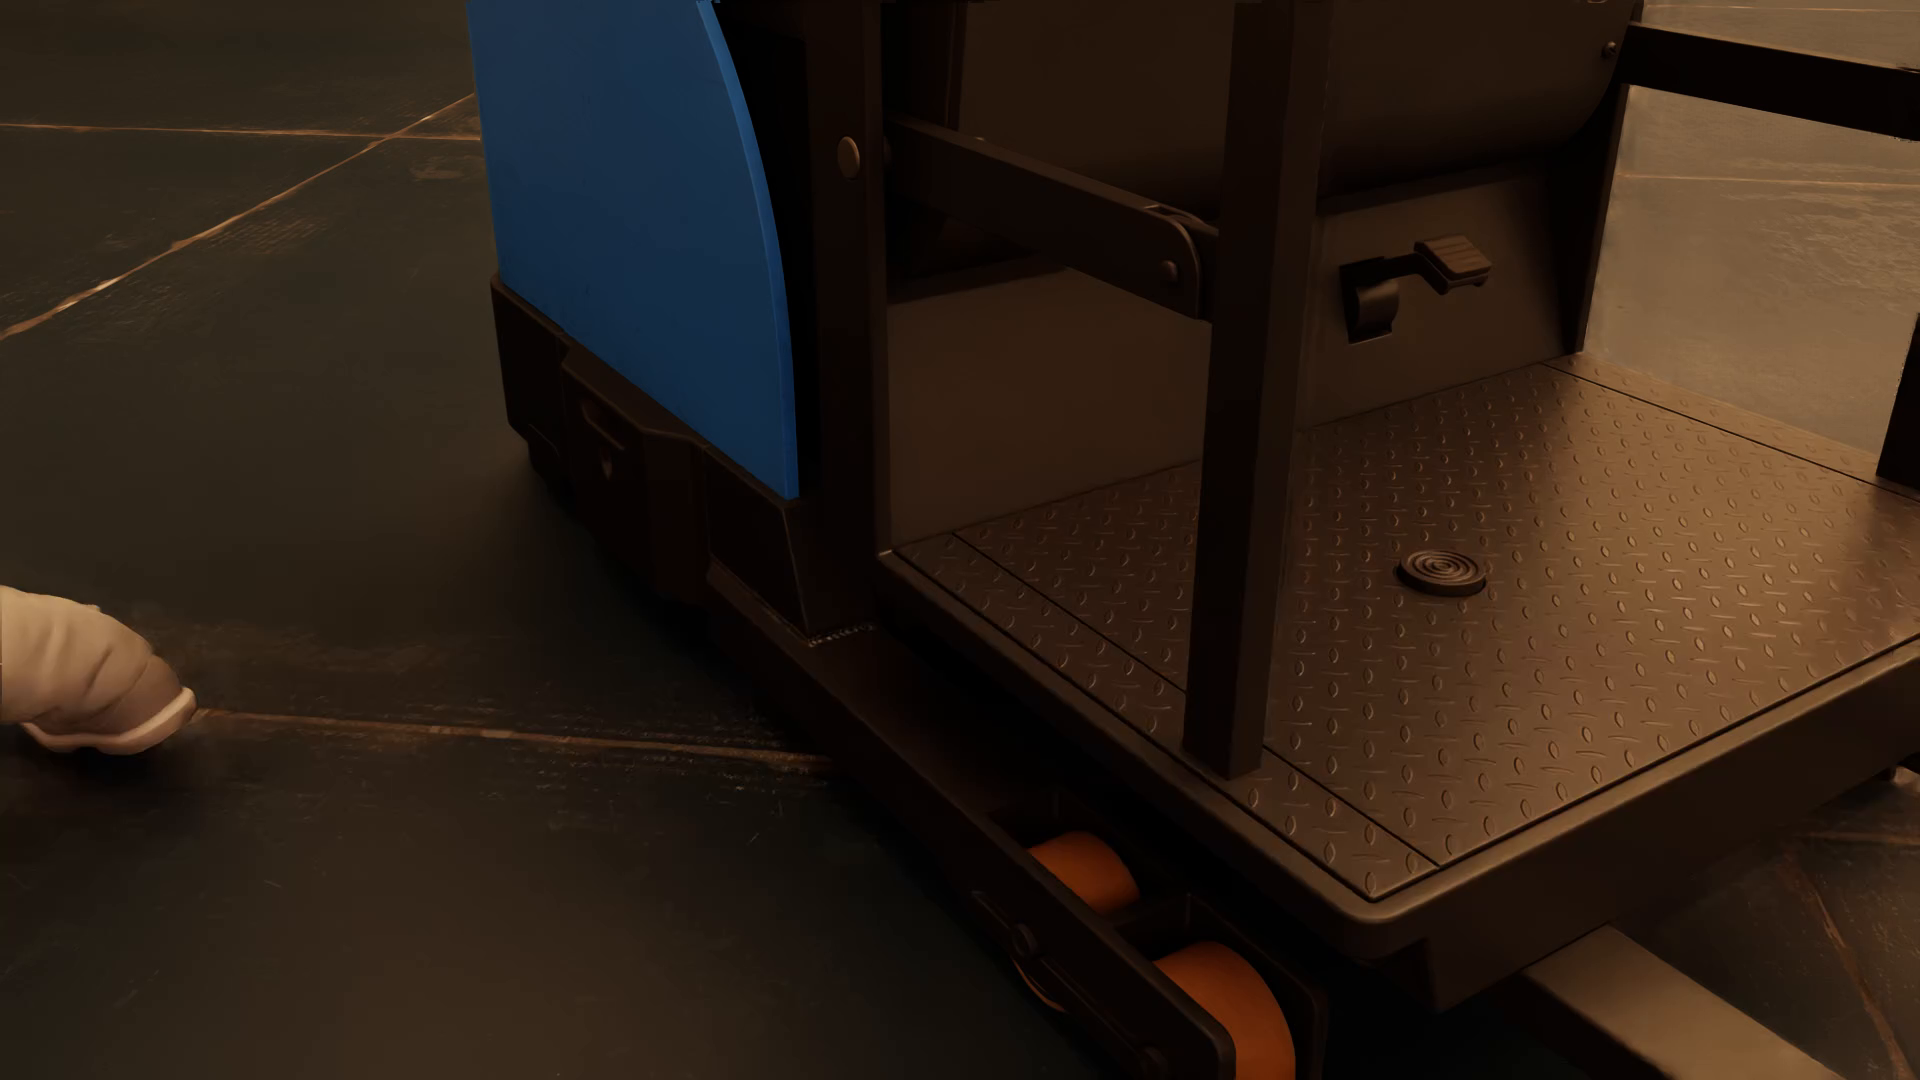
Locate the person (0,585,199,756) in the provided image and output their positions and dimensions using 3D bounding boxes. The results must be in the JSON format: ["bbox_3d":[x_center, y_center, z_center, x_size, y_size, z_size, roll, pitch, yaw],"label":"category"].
[{"bbox_3d":[-1.464,-0.350,1.521,1.032,1.539,0.977,9,28,18],"label":"person"}]

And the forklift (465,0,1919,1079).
[{"bbox_3d":[0.479,-1.031,1.284,1.130,2.935,3.031,-16,31,-29],"label":"forklift"}]
